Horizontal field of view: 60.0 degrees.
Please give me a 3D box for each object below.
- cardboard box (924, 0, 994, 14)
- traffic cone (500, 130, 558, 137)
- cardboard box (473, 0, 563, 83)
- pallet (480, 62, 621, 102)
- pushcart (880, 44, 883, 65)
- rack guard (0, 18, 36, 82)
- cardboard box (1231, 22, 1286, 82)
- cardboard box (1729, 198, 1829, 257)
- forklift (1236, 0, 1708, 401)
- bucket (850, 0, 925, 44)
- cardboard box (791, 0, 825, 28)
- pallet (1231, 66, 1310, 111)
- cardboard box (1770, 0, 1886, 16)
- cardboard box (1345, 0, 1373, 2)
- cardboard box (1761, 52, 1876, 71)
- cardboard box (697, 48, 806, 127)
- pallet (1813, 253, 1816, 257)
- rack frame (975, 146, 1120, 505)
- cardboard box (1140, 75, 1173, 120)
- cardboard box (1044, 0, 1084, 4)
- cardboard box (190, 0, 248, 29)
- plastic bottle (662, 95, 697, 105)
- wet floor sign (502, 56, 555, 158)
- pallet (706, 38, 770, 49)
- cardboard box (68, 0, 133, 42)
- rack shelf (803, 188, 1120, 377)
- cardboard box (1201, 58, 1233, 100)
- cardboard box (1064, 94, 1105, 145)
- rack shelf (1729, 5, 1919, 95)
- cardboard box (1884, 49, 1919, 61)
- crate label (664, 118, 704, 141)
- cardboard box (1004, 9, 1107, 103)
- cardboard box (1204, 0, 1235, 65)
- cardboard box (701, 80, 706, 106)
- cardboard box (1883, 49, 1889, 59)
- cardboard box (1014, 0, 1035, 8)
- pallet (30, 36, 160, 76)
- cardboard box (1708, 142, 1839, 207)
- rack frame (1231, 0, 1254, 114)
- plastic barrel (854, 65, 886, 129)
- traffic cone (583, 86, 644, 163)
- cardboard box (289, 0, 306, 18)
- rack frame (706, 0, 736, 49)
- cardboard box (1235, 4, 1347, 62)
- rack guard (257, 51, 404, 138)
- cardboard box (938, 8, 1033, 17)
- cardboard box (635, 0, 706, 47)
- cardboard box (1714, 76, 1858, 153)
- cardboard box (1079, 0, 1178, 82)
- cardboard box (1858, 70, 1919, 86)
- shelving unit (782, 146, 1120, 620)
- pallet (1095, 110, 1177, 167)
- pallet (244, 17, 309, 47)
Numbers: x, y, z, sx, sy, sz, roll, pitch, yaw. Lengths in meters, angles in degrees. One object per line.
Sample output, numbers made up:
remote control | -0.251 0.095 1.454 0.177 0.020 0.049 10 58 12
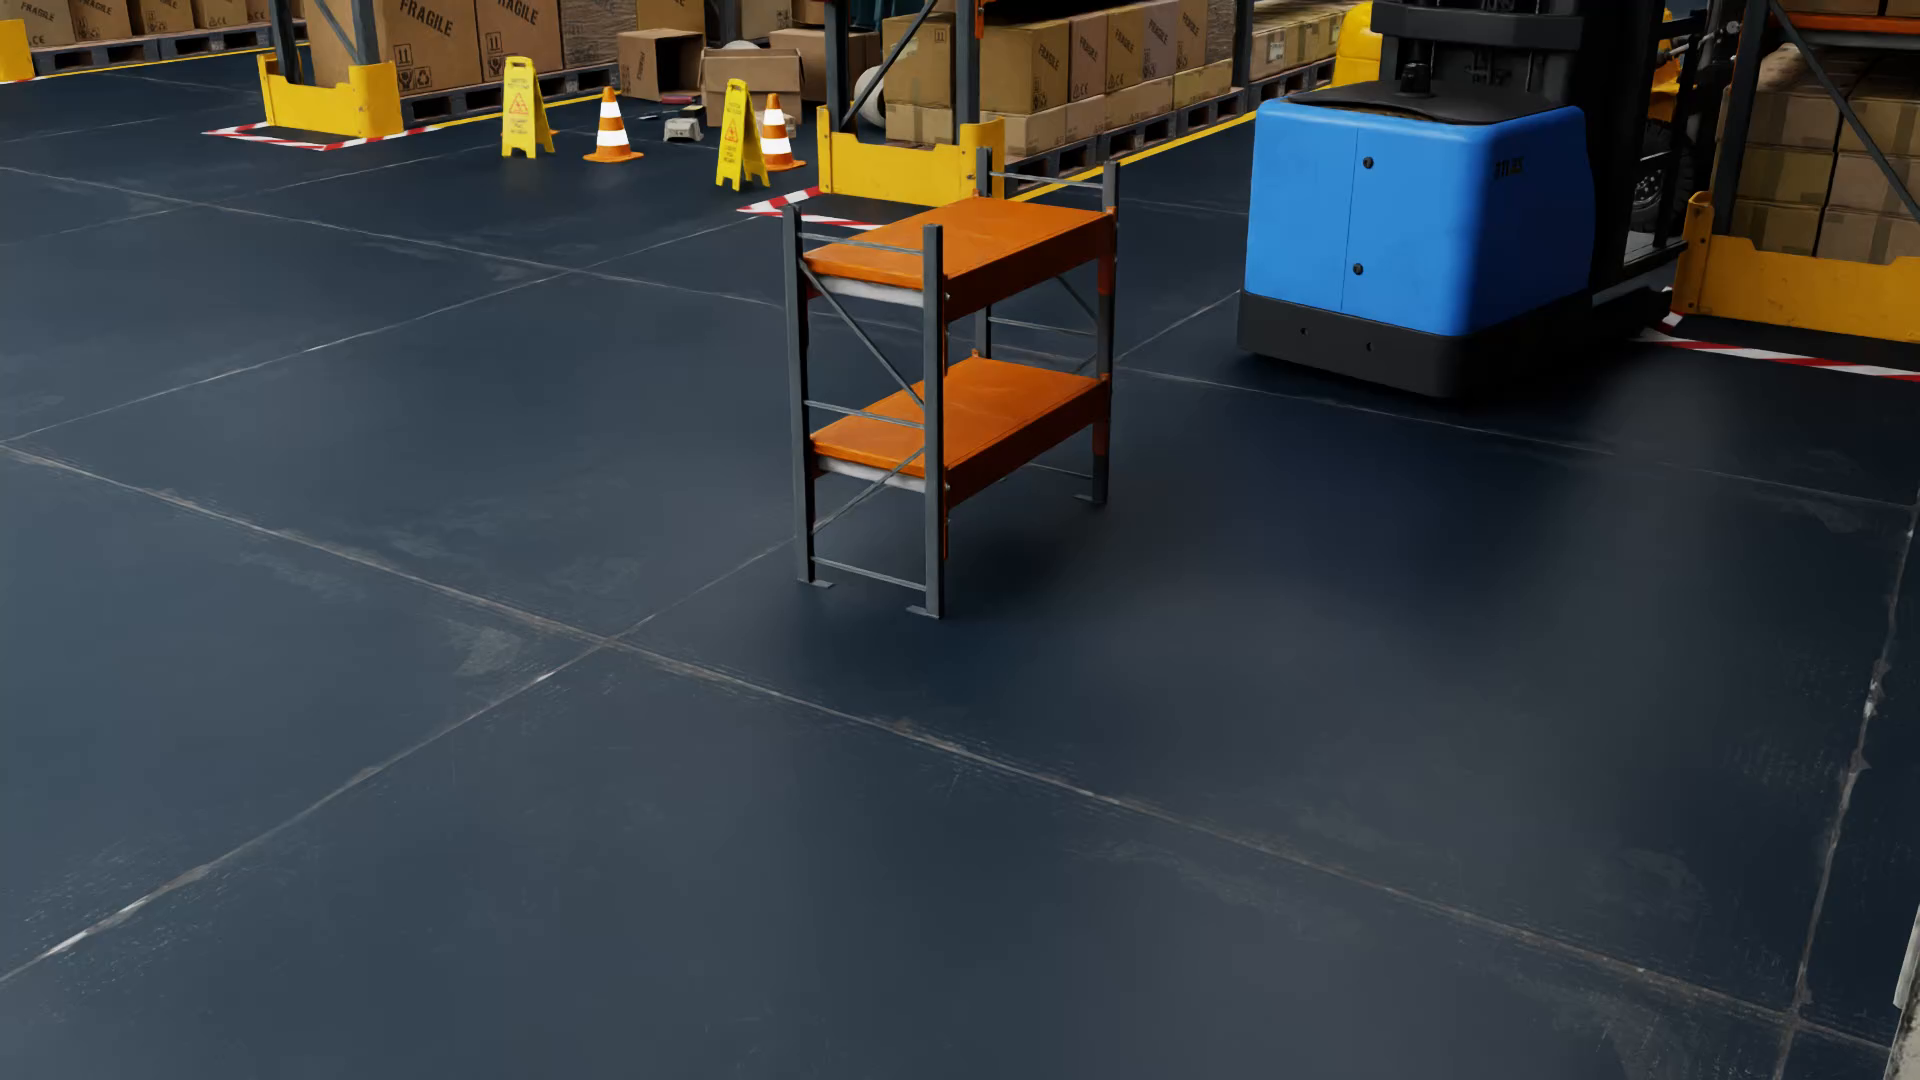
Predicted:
cardboard box | -0.004 -3.457 10.633 0.380 0.149 0.250 15 27 30
traffic cone | -3.113 -3.142 11.926 0.336 0.463 0.334 14 27 29
cardboard box | -3.836 -4.183 13.282 0.875 0.875 0.875 13 27 28
pallet | -3.600 -3.841 13.858 1.003 0.211 1.213 14 27 29
pushcart | -0.195 -4.029 14.082 1.648 0.377 0.936 5 24 11
rack guard | -8.720 -4.377 14.731 1.175 0.500 0.348 14 27 29
cardboard box | 2.043 -3.936 13.345 0.950 0.372 0.625 14 27 30
cardboard box | 3.857 -1.538 7.960 0.500 0.250 0.500 14 27 29
forklift | 2.548 -2.373 7.041 1.130 2.935 3.031 21 31 40
bucket | -0.603 -4.441 13.940 0.620 0.611 0.726 -6 22 -39
cardboard box | -1.727 -5.488 16.455 1.050 0.750 0.750 14 27 29
pallet | 2.178 -3.755 13.658 1.003 0.211 1.213 14 27 29
cardboard box | 3.914 -2.650 7.469 0.500 0.500 0.500 13 27 28
cardboard box | 3.572 -4.920 15.618 0.950 0.372 0.625 12 26 25
cardboard box | 4.378 -2.339 8.551 0.500 0.250 0.500 14 27 30
cardboard box | -1.566 -3.399 12.469 0.797 0.503 0.637 -3 24 -7
pallet | 4.245 -1.370 8.149 1.003 0.211 1.213 14 27 29
rack frame | 0.272 -0.690 5.428 0.500 1.125 0.032 14 27 29
cardboard box | 1.141 -3.094 11.554 0.500 0.250 0.500 14 27 30
cardboard box | 0.681 -3.546 11.655 0.500 0.500 0.500 15 28 32
cardboard box | -7.452 -5.346 16.442 0.500 0.500 0.500 11 26 24
plastic bottle | -2.231 -3.520 13.305 0.283 0.061 0.133 5 24 11
wet floor sign | -2.933 -2.920 11.182 0.267 0.644 0.232 9 25 20
pallet | -2.147 -4.771 16.006 1.003 0.211 1.213 14 27 29
cardboard box | -8.131 -4.960 15.550 0.500 0.500 0.500 -20 31 -39
rack shelf | 0.004 -0.787 4.916 0.538 0.278 1.000 14 27 29
cardboard box | 1.685 -3.447 12.368 0.500 0.250 0.500 15 28 31
cardboard box | 0.595 -2.737 10.730 0.500 0.250 0.500 15 28 31
rack shelf | 4.933 -2.728 8.680 1.077 0.370 4.000 14 27 29
cardboard box | 5.102 -2.402 8.698 0.500 0.250 0.500 13 27 28
crate label | -1.971 -2.920 11.822 0.250 0.136 0.298 1 23 2
cardboard box | 0.603 -3.096 10.615 0.500 0.500 0.500 13 26 27
cardboard box | 1.685 -3.791 12.219 0.500 0.500 0.500 13 27 28
cardboard box | -1.832 -3.554 13.126 0.396 0.266 0.258 20 30 38
cardboard box | 4.935 -2.684 9.348 0.500 0.250 0.500 15 28 31
cardboard box | 0.272 -3.630 11.032 0.380 0.149 0.250 15 28 31
pallet | -8.262 -4.511 15.405 1.003 0.211 1.213 14 27 29
cardboard box | 3.869 -1.773 7.872 0.500 0.250 0.500 13 27 28
rack frame | 1.769 -4.772 12.497 1.000 3.000 0.127 14 27 29
plastic barrel | -0.538 -3.254 12.233 0.421 0.421 0.512 -7 24 -17
traffic cone | -2.333 -2.791 11.114 0.336 0.463 0.334 14 27 29
cardboard box | -6.895 -5.767 17.415 0.500 0.500 0.500 13 27 27
rack frame | -2.490 -5.775 14.814 1.000 3.000 0.127 14 27 29
cardboard box | 2.785 -4.414 14.450 0.950 0.372 0.625 15 28 31
rack guard | -4.613 -3.270 12.173 1.175 0.500 0.348 14 27 29
cardboard box | 0.132 -3.199 10.851 0.500 0.500 0.500 15 28 31
cardboard box | -2.881 -4.795 14.696 0.875 0.875 0.875 14 27 30
cardboard box | 3.856 -1.993 7.752 0.500 0.250 0.500 15 28 31
cardboard box | 1.150 -3.446 11.424 0.500 0.500 0.500 15 28 32
cardboard box | 4.552 -2.064 7.917 0.500 0.250 0.500 14 27 29
shelving unit | 0.004 -0.518 5.032 0.538 1.125 1.048 14 27 29
pallet | 0.802 -2.844 11.555 1.003 0.211 1.213 14 27 29
pallet | -6.975 -5.335 17.307 1.003 0.211 1.213 14 27 29
